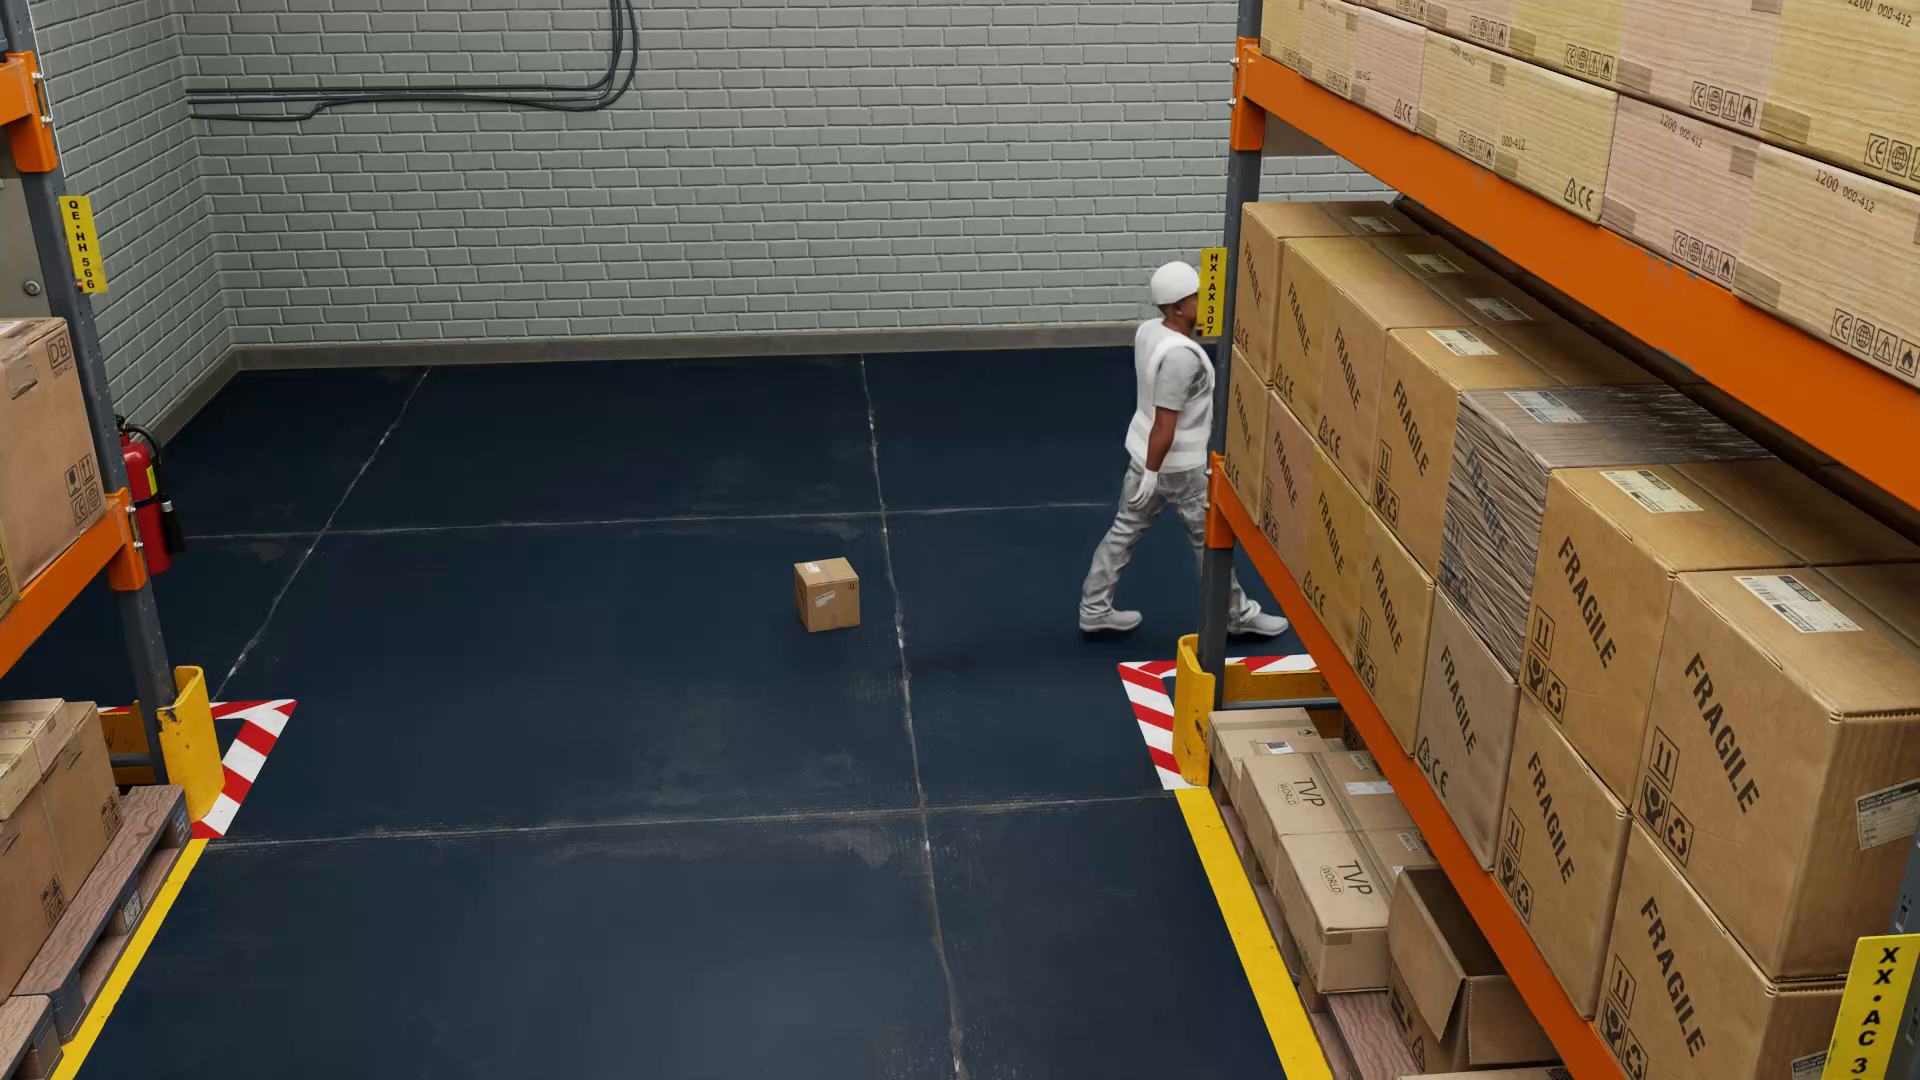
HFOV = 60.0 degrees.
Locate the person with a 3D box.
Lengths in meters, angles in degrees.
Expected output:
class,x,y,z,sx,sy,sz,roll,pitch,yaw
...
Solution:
class,x,y,z,sx,sy,sz,roll,pitch,yaw
person,1.032,-0.392,7.439,0.969,1.741,0.545,-6,24,-12
